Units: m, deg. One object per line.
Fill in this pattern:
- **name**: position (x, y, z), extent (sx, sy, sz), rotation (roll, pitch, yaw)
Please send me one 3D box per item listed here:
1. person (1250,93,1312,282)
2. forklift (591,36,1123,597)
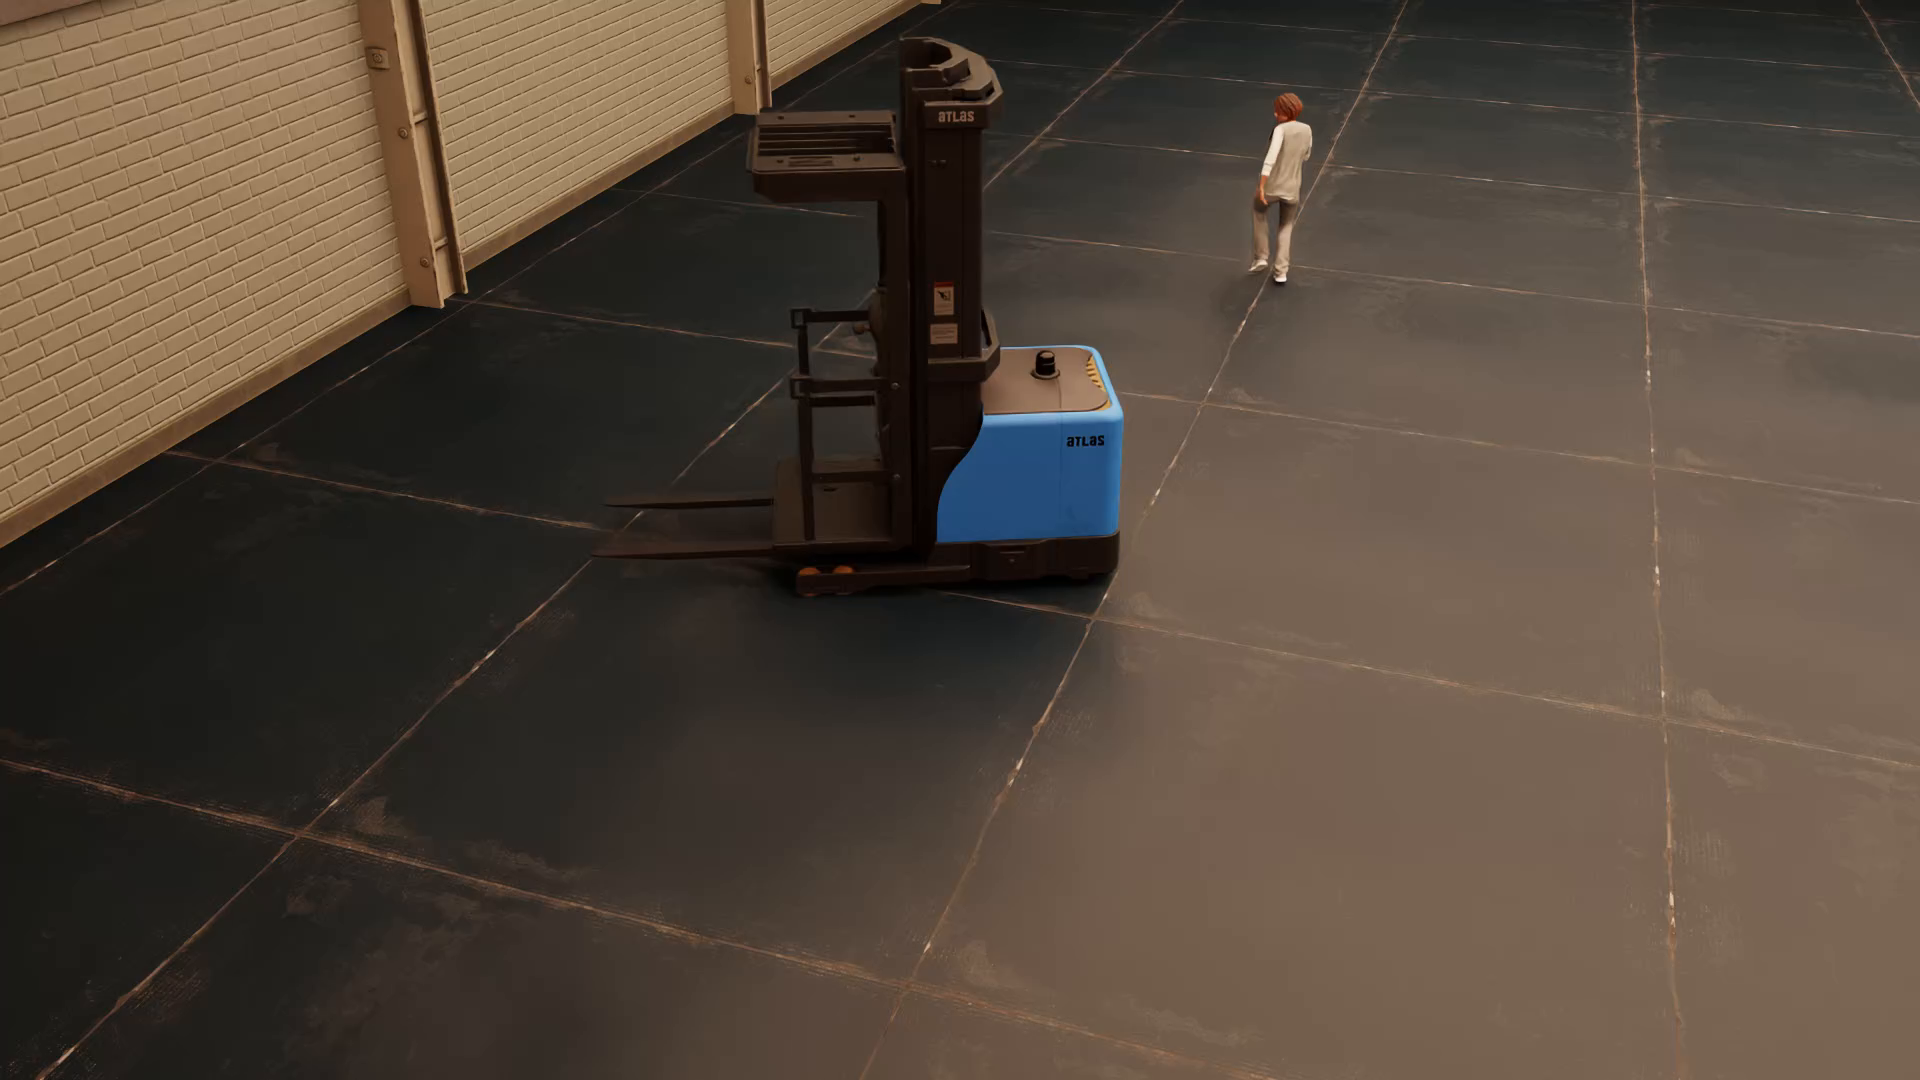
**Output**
- **person**: position (2.619, -2.849, 13.590), extent (0.513, 1.582, 0.689), rotation (-3, 30, -5)
- **forklift**: position (-0.625, -1.221, 9.278), extent (3.031, 2.935, 1.130), rotation (-2, 30, -4)
